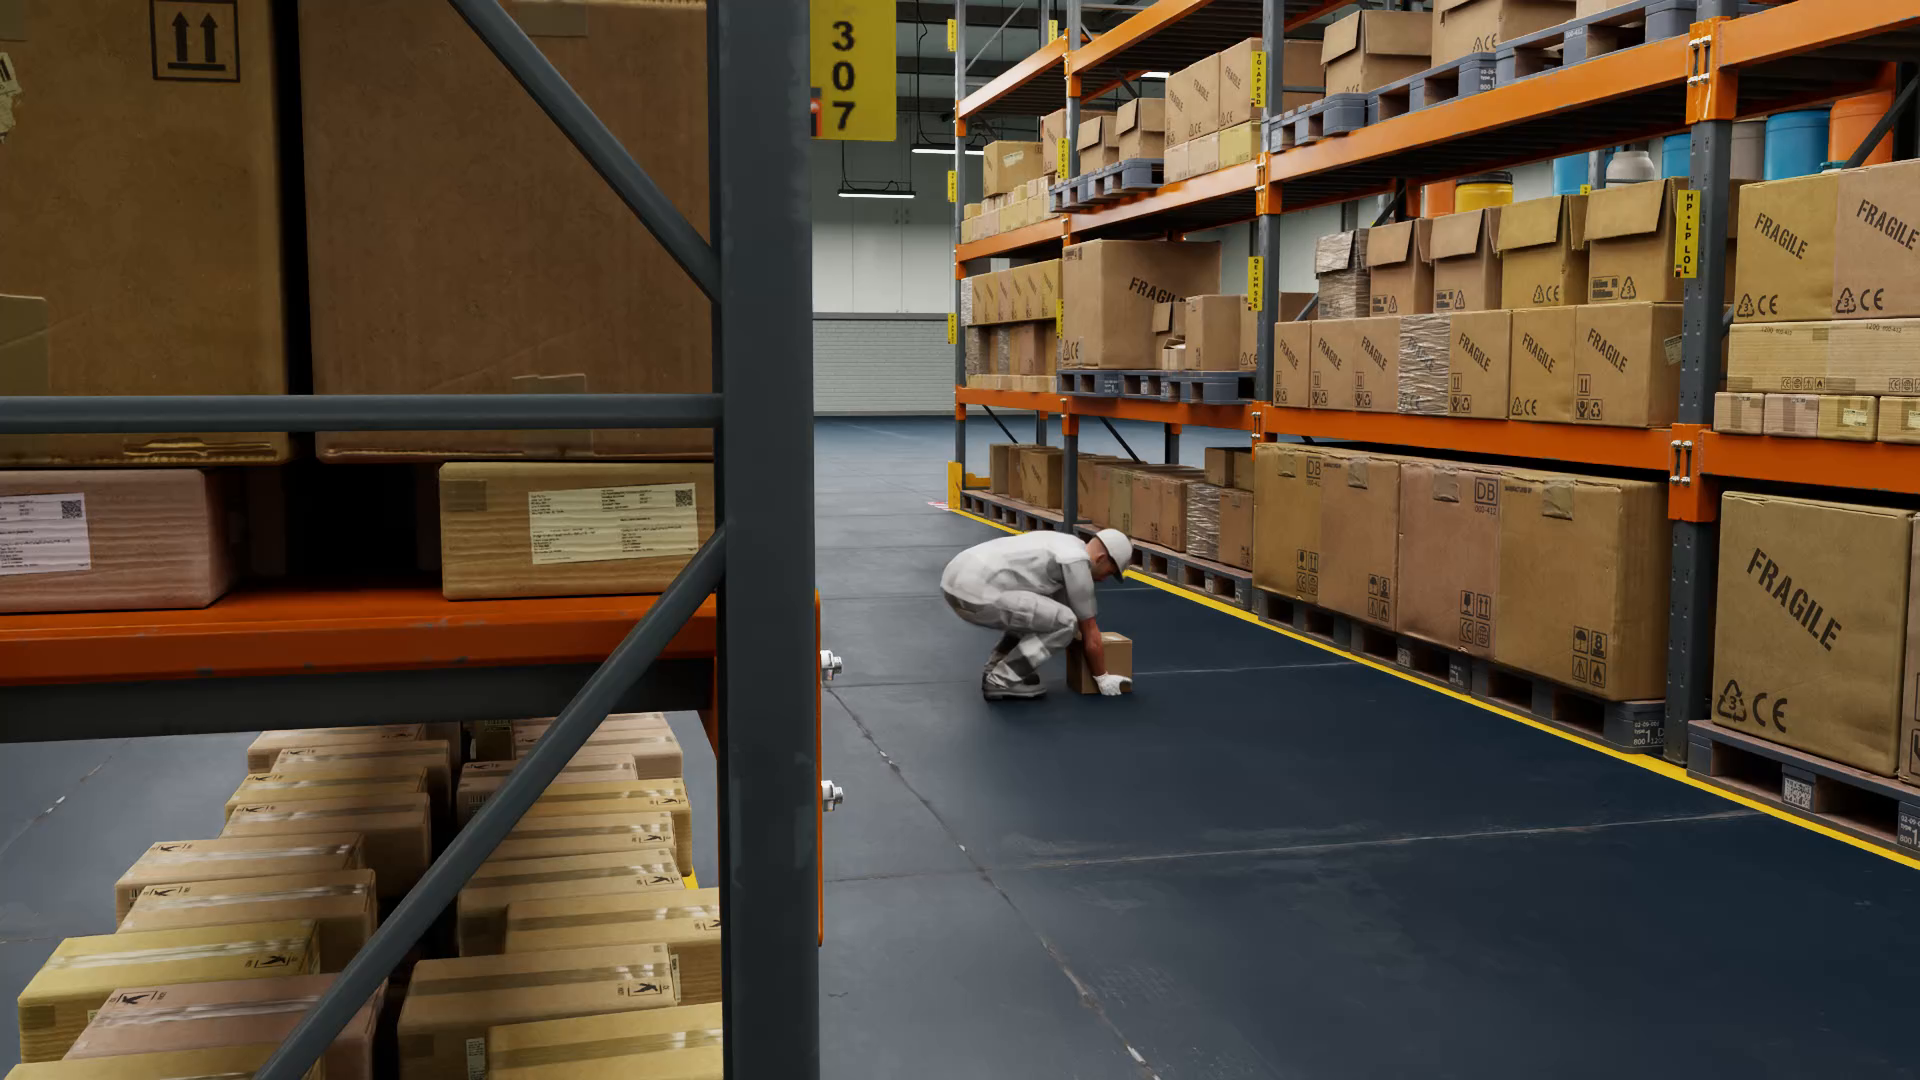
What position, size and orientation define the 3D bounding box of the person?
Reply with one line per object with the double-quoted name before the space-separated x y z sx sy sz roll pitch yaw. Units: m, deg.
"person" 0.378 0.357 7.905 0.951 0.796 0.529 -2 6 -15
